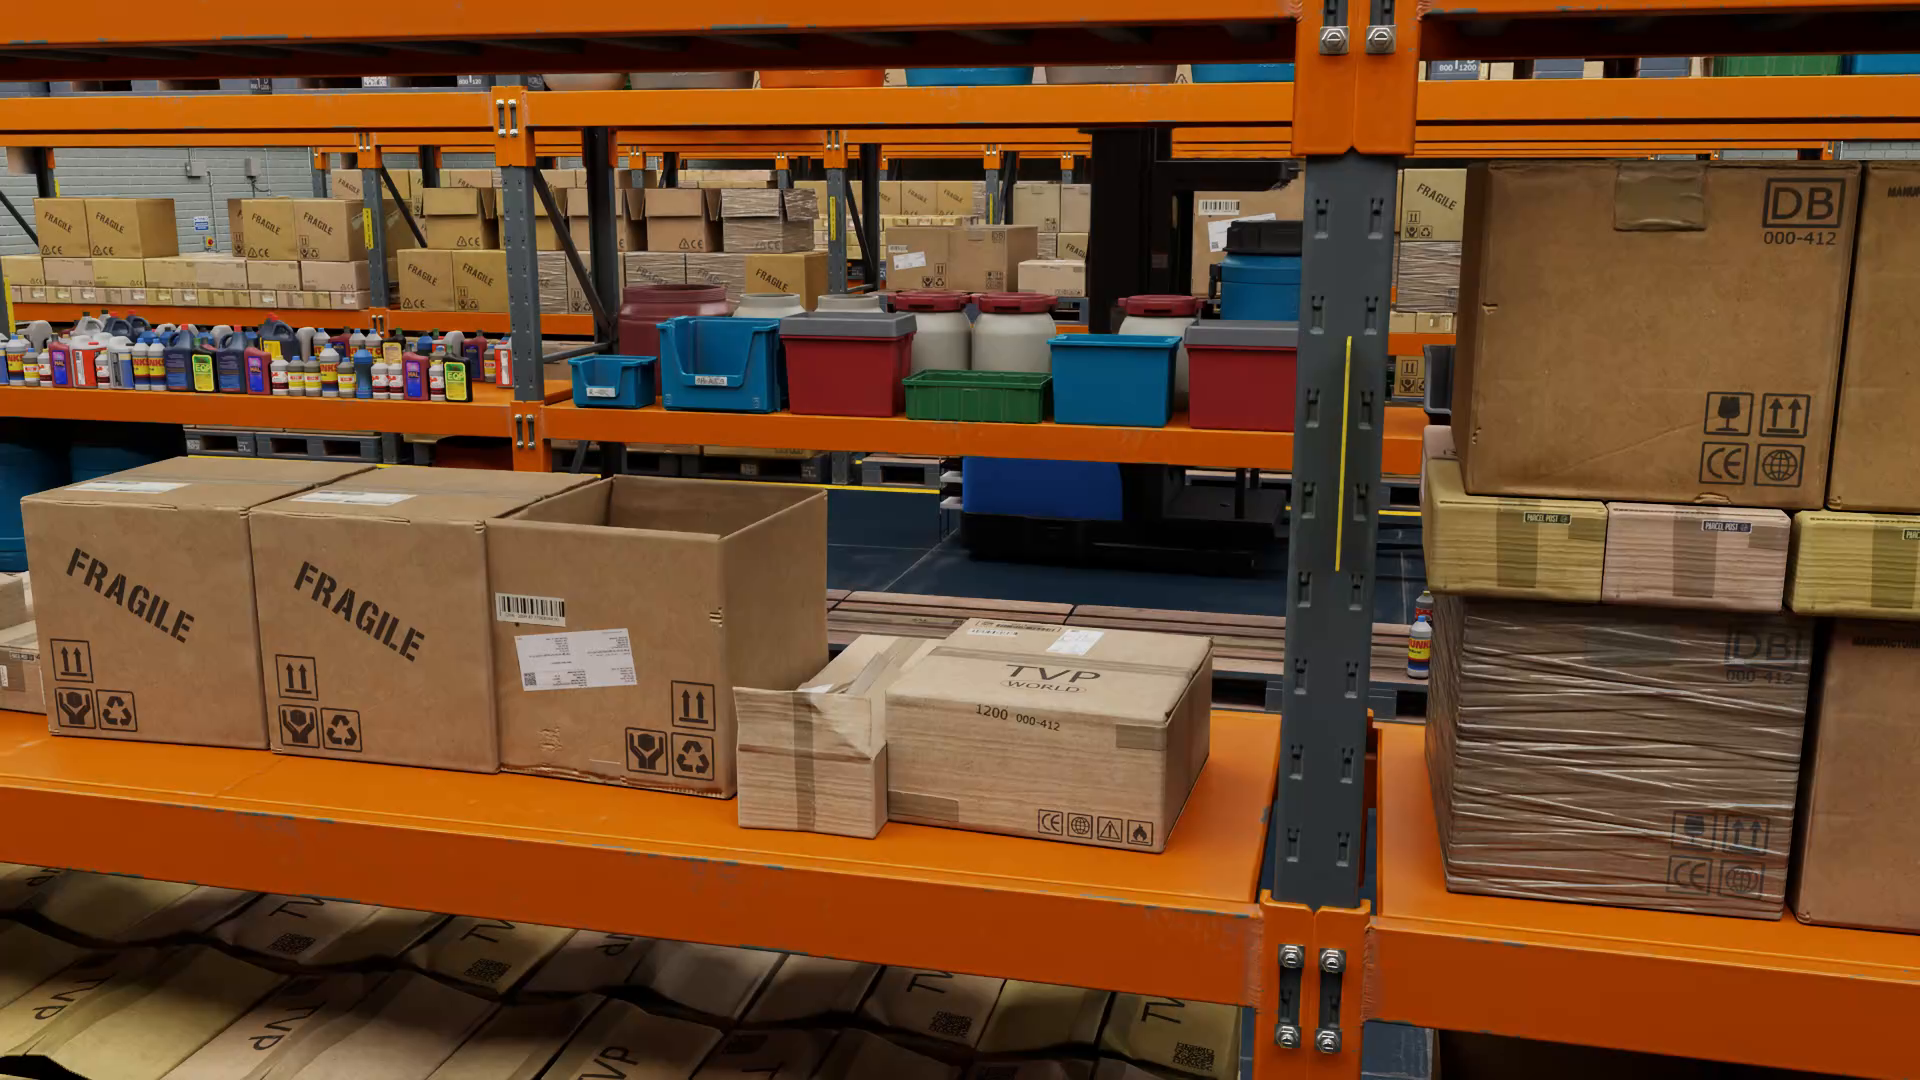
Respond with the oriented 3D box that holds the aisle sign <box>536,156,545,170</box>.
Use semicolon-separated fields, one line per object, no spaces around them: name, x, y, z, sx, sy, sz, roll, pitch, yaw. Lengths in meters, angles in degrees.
aisle sign;-6.227;-5.839;24.624;0.004;0.787;0.394;3;13;14

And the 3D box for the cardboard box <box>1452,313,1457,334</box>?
cardboard box;3.671;-1.574;11.984;0.250;0.149;0.380;3;13;14

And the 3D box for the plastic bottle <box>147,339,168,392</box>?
plastic bottle;-4.226;-0.924;8.770;0.097;0.271;0.097;0;13;0

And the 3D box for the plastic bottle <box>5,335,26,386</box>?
plastic bottle;-5.089;-0.970;8.978;0.097;0.271;0.097;0;13;0

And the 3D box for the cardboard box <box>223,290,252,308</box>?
cardboard box;-6.096;-2.087;14.295;0.250;0.149;0.380;3;13;15

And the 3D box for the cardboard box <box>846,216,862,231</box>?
cardboard box;-1.128;-3.395;17.849;0.250;0.149;0.380;3;13;14

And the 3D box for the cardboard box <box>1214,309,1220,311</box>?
cardboard box;3.535;-2.899;22.473;0.625;0.372;0.950;4;13;15

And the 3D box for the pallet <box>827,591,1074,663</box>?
pallet;-0.101;0.513;8.433;1.213;0.211;1.003;3;13;14

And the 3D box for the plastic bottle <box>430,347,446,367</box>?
plastic bottle;-2.829;-0.950;9.051;0.097;0.201;0.097;0;13;0

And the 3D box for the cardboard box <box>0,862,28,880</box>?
cardboard box;-2.648;0.920;4.245;0.500;0.311;0.500;3;13;15

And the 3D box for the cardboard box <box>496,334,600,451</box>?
cardboard box;-3.228;-1.302;14.112;0.875;0.875;1.225;3;13;12

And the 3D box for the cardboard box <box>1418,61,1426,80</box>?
cardboard box;3.287;-3.298;11.675;0.250;0.149;0.380;3;13;12

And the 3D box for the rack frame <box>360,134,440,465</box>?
rack frame;-4.722;-2.209;14.266;0.127;3.000;1.000;3;13;14

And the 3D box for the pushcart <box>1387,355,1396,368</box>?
pushcart;4.922;-2.116;19.899;0.936;0.377;1.648;-1;13;-6

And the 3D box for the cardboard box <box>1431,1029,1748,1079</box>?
cardboard box;1.043;1.150;2.772;0.500;0.500;0.500;3;13;14

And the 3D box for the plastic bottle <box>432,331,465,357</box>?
plastic bottle;-2.817;-1.014;9.165;0.135;0.276;0.152;3;13;14

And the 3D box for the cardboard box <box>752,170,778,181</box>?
cardboard box;-2.723;-5.096;23.240;0.250;0.149;0.380;3;13;12

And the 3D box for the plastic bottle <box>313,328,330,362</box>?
plastic bottle;-3.595;-1.059;9.381;0.097;0.271;0.097;0;13;0

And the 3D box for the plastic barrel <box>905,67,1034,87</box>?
plastic barrel;0.043;-2.510;7.541;0.708;0.901;0.600;3;13;14

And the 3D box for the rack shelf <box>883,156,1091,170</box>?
rack shelf;0.780;-6.347;27.650;4.000;0.370;1.077;3;13;14

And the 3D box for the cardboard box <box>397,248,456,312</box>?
cardboard box;-4.335;-2.182;13.911;0.500;0.500;0.500;3;13;14

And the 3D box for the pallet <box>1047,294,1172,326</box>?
pallet;1.093;-1.814;12.927;1.213;0.211;1.003;3;13;14

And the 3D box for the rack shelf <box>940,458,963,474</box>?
rack shelf;-0.008;-0.495;11.126;0.200;0.077;0.258;3;13;14

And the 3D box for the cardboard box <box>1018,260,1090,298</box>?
cardboard box;0.734;-1.998;12.691;0.500;0.250;0.500;3;13;12

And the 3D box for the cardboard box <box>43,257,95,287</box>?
cardboard box;-7.698;-2.382;14.702;0.500;0.250;0.500;3;13;13

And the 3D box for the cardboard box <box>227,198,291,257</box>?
cardboard box;-6.108;-2.779;14.763;0.500;0.500;0.500;3;13;12

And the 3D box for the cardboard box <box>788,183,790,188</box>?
cardboard box;-2.752;-4.906;23.881;0.500;0.500;0.500;3;13;14

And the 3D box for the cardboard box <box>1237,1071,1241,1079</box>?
cardboard box;0.336;1.353;3.588;0.500;0.250;0.500;3;13;12

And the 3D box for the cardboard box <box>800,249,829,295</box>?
cardboard box;-1.245;-2.133;13.691;0.500;0.500;0.500;3;13;15

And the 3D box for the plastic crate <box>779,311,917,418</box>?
plastic crate;-0.530;-0.843;7.961;0.583;0.464;0.402;3;13;14

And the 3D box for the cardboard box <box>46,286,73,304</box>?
cardboard box;-7.842;-2.180;14.715;0.250;0.149;0.380;3;13;12

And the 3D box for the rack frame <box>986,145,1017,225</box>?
rack frame;0.448;-3.039;18.008;0.127;3.000;1.000;3;13;14

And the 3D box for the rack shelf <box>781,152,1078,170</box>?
rack shelf;-0.406;-5.303;22.944;4.000;0.370;1.077;3;13;14

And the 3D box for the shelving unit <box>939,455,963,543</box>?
shelving unit;-0.008;-0.440;11.138;0.210;0.900;0.258;3;13;14

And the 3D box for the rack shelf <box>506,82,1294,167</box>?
rack shelf;-0.083;-1.970;7.921;4.000;0.370;1.077;3;13;14

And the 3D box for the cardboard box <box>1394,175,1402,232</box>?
cardboard box;4.682;-3.406;16.821;0.550;0.550;0.875;3;13;14

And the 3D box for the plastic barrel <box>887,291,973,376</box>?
plastic barrel;-0.150;-0.975;8.390;0.433;0.535;0.433;0;13;0

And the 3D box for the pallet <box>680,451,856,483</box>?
pallet;-1.586;-0.697;13.889;1.213;0.211;1.003;3;13;14

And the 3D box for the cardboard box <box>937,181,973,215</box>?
cardboard box;-0.009;-4.646;22.712;0.500;0.500;0.500;3;13;14

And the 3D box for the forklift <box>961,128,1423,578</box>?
forklift;1.578;-1.328;10.451;3.031;2.935;1.130;3;13;15

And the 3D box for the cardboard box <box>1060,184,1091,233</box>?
cardboard box;1.373;-3.525;17.658;0.500;0.500;0.700;3;13;13

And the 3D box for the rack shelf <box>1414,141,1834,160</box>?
rack shelf;6.273;-3.841;16.358;4.000;0.370;1.077;3;13;14

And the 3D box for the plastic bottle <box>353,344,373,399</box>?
plastic bottle;-3.041;-0.861;8.484;0.097;0.271;0.097;0;13;0

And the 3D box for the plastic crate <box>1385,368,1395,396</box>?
plastic crate;4.814;-1.754;18.572;0.662;0.188;0.450;12;27;43

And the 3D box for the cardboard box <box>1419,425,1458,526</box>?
cardboard box;0.983;-0.108;3.065;0.250;0.149;0.380;3;13;13

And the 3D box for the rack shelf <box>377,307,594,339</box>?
rack shelf;-2.780;-1.754;13.876;4.000;0.370;1.077;3;13;14

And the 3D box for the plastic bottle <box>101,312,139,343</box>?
plastic bottle;-4.793;-1.125;9.492;0.185;0.351;0.144;3;13;14

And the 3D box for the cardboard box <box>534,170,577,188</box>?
cardboard box;-4.460;-3.922;18.762;0.500;0.500;0.500;3;13;12

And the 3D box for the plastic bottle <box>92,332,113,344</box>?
plastic bottle;-4.615;-0.987;9.043;0.135;0.276;0.152;3;13;14

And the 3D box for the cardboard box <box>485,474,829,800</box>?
cardboard box;-0.585;0.169;3.314;0.500;0.500;0.500;4;13;18

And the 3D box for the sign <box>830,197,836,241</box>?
sign;-0.968;-2.450;12.678;0.005;0.325;0.100;3;13;14

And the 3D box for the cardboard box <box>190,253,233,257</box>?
cardboard box;-6.578;-2.441;14.968;0.500;0.250;0.500;3;13;14

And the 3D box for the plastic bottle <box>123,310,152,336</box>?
plastic bottle;-4.758;-1.155;9.629;0.185;0.351;0.144;3;13;14
